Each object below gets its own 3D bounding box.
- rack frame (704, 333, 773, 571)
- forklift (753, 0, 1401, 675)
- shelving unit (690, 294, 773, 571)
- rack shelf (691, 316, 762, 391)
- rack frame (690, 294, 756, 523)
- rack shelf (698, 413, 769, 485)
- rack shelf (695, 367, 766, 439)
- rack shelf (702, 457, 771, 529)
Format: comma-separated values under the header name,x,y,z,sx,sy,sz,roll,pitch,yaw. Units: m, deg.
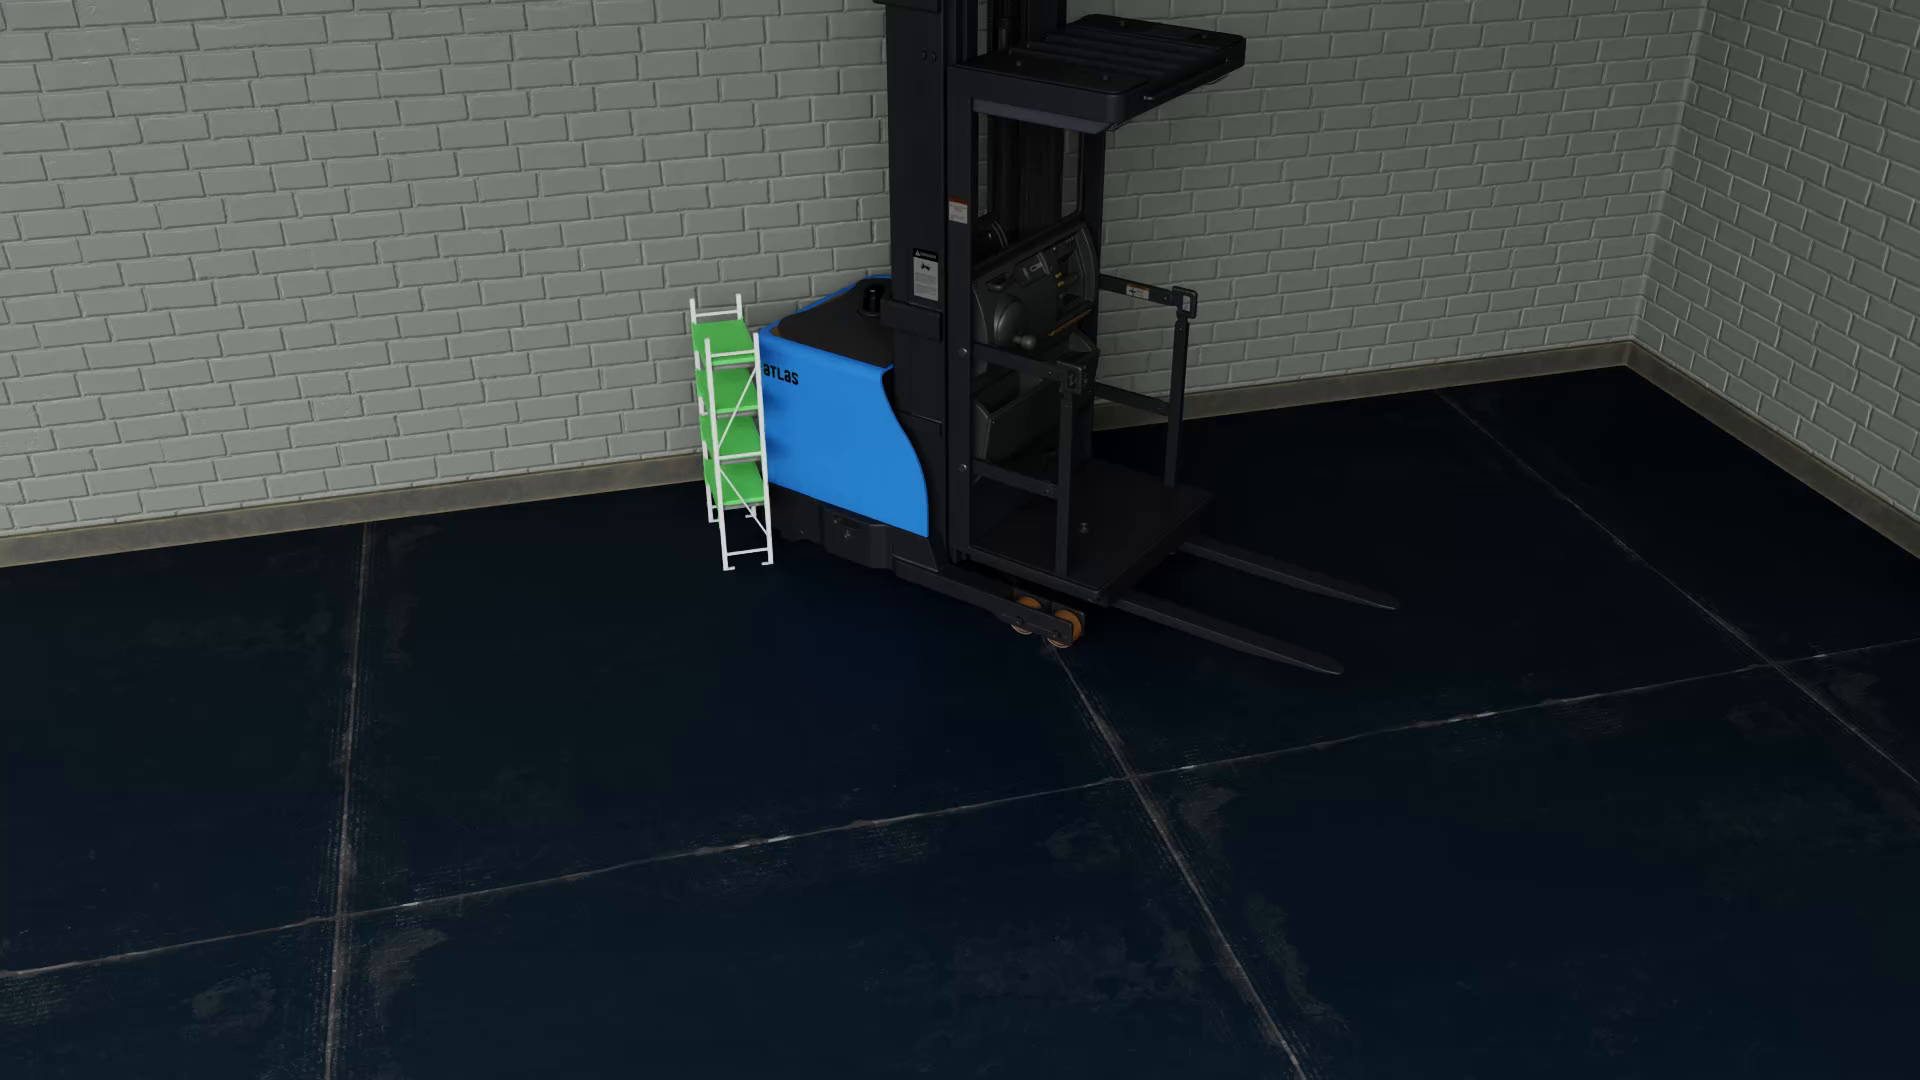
name,x,y,z,sx,sy,sz,roll,pitch,yaw
rack frame,-1.021,-0.392,7.729,0.240,1.200,0.015,-8,31,-14
forklift,0.512,-1.091,7.209,3.031,2.935,1.130,19,35,29
shelving unit,-1.087,-0.509,7.932,0.258,1.200,0.503,-8,31,-14
rack shelf,-1.087,-0.870,7.724,0.258,0.148,0.480,-8,31,-14
rack frame,-1.153,-0.627,8.136,0.240,1.200,0.015,-8,31,-14
rack shelf,-1.087,-0.454,7.964,0.258,0.148,0.480,-8,31,-14
rack shelf,-1.087,-0.662,7.844,0.258,0.148,0.480,-8,31,-14
rack shelf,-1.087,-0.246,8.085,0.258,0.148,0.480,-8,31,-14
